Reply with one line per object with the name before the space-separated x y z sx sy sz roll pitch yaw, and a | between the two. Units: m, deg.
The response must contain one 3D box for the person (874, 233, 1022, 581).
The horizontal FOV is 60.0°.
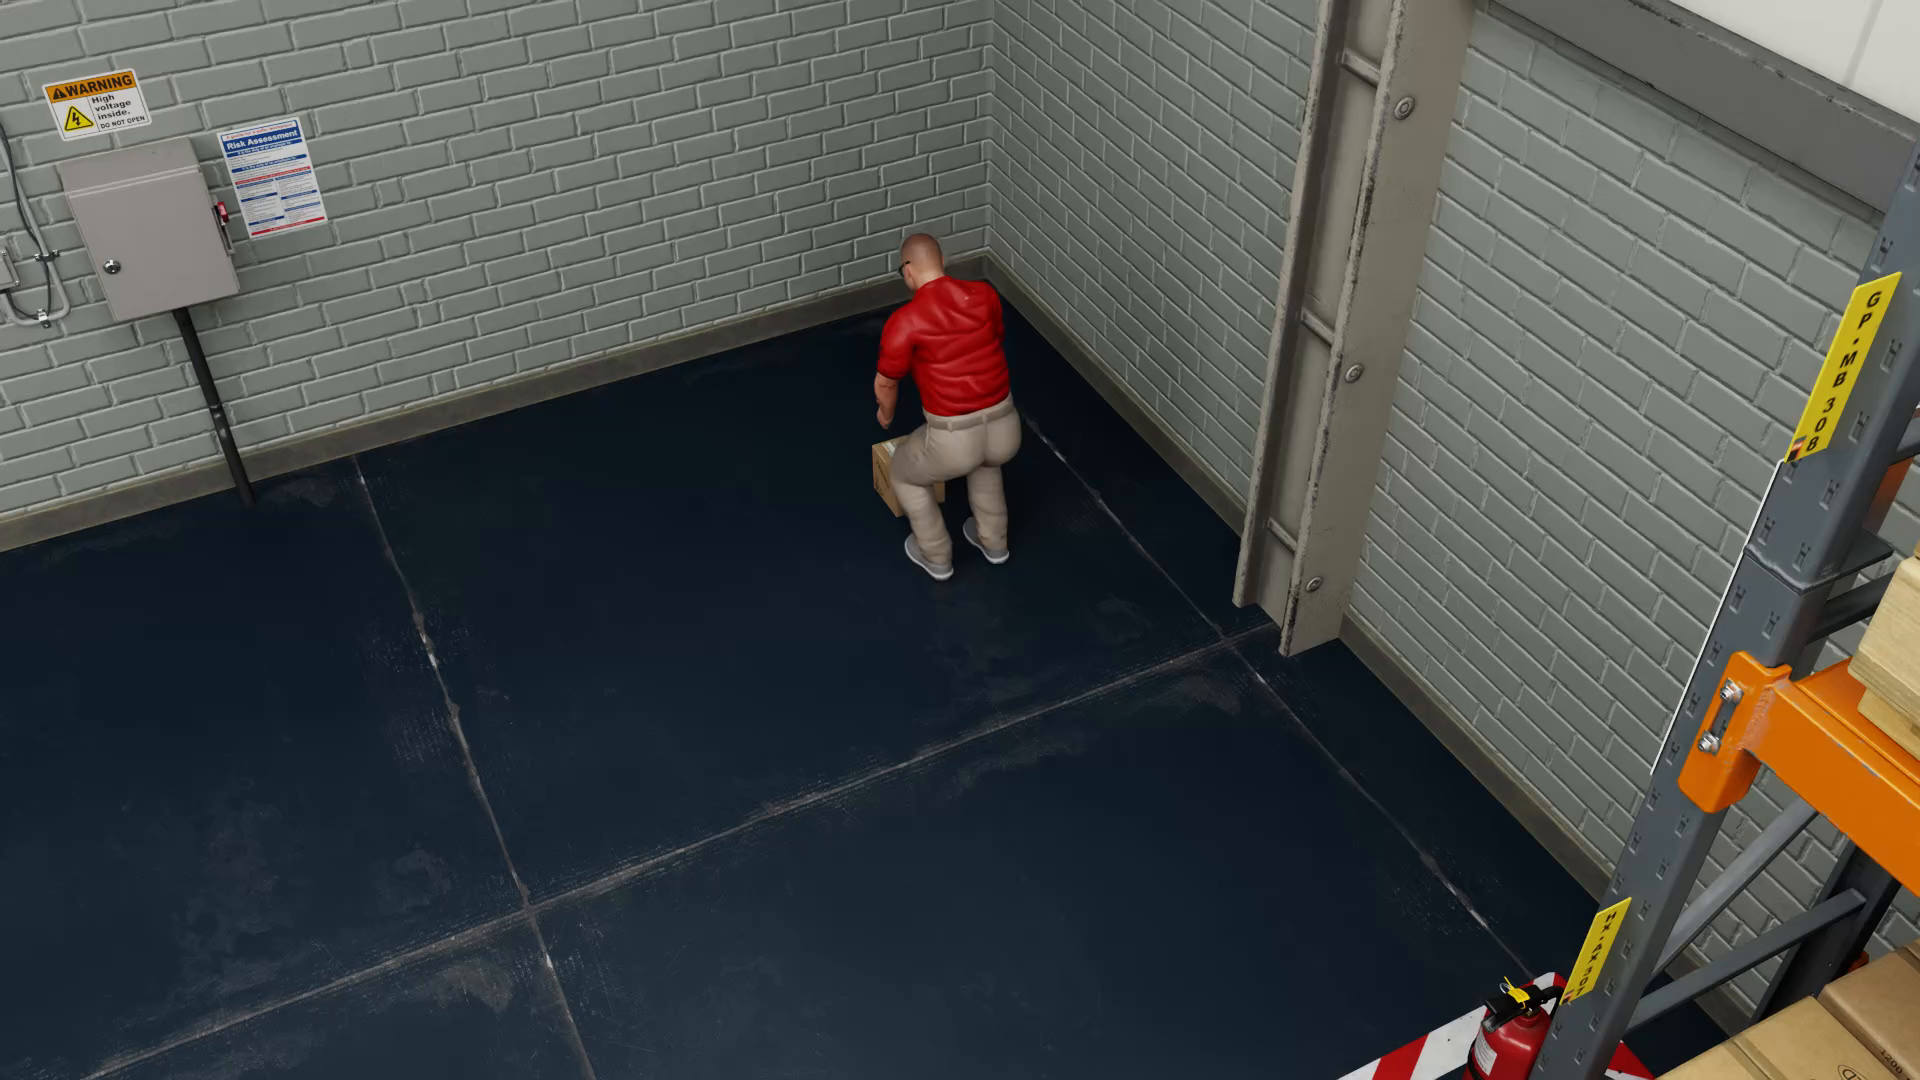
person | -0.052 -0.500 6.928 0.586 1.501 0.621 -18 44 -20
